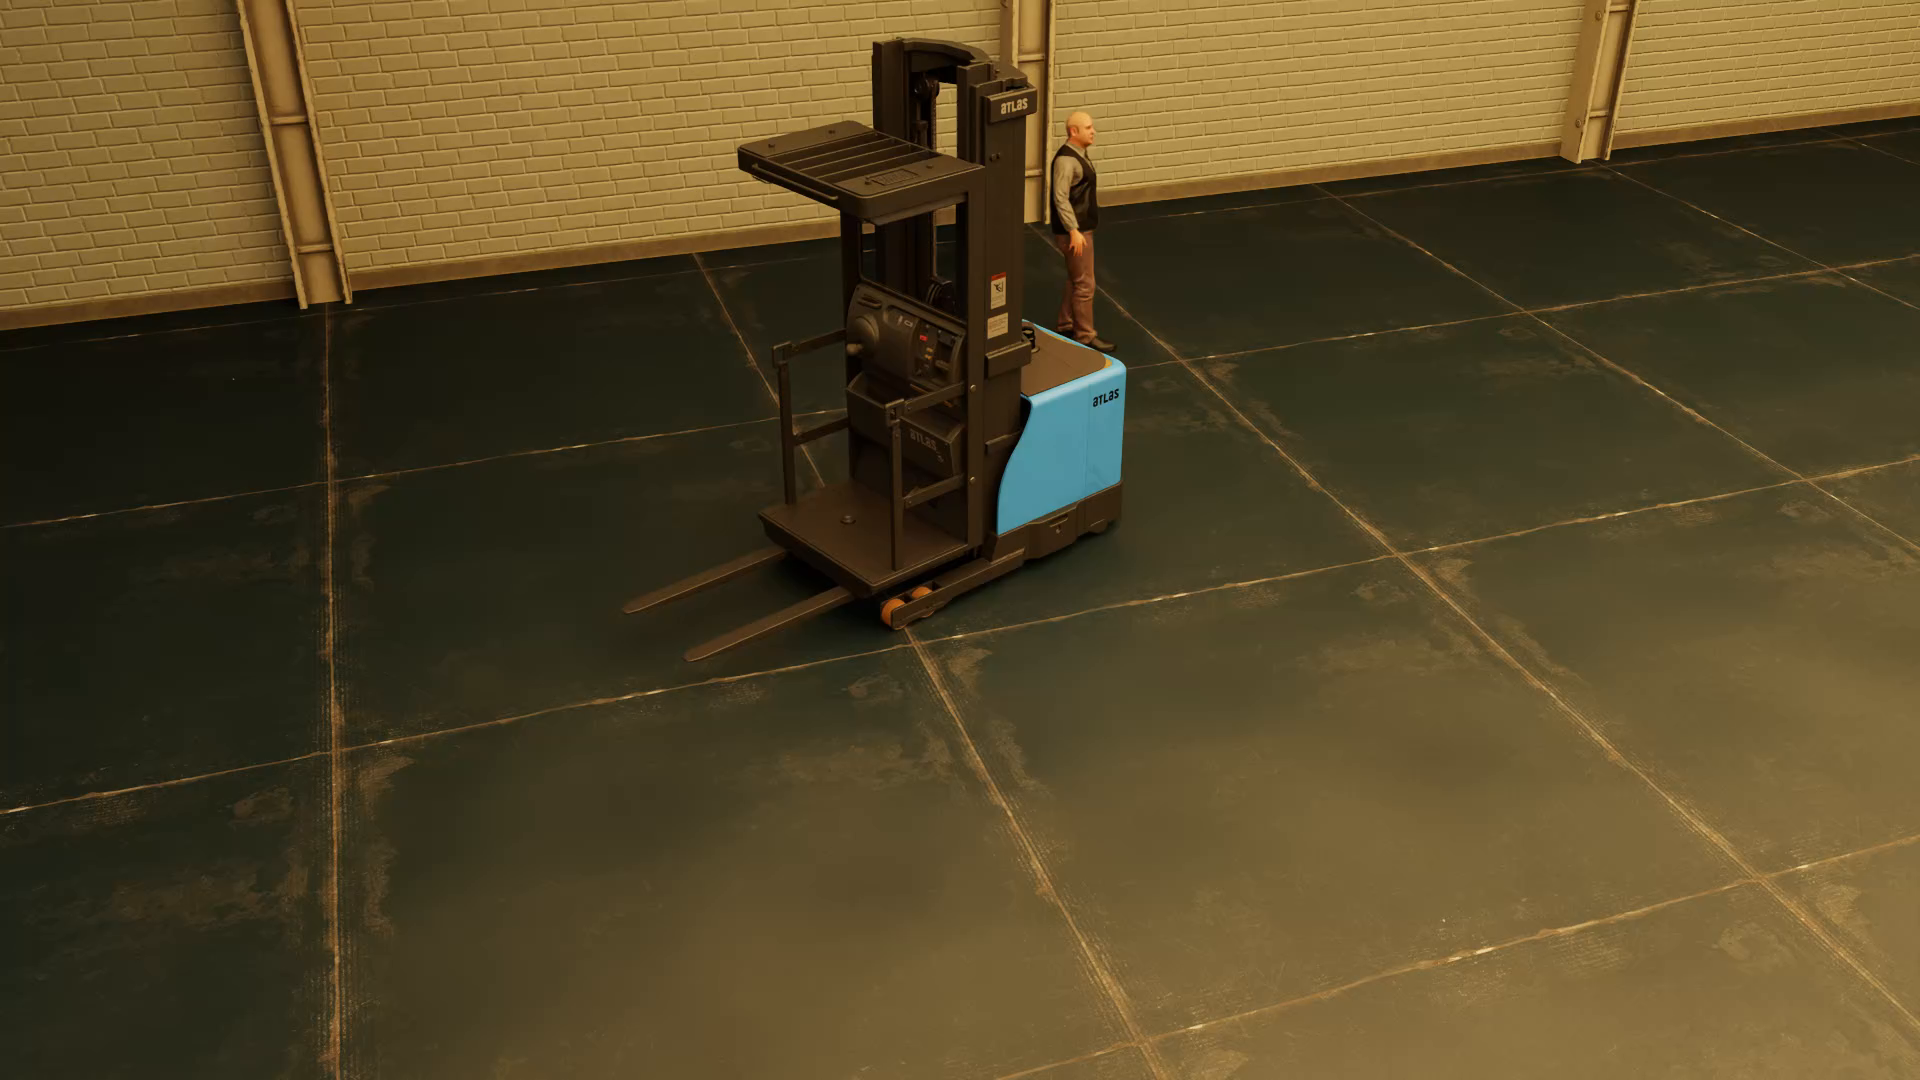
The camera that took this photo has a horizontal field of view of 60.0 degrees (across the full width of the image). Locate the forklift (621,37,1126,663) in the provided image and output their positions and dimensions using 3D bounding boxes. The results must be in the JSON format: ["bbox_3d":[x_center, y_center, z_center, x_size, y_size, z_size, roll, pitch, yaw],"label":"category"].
[{"bbox_3d":[-0.461,-1.072,8.951,3.031,2.935,1.130,-23,37,-34],"label":"forklift"}]

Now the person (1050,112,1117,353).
[{"bbox_3d":[0.928,-2.280,12.261,0.549,1.723,0.679,3,30,5],"label":"person"}]
